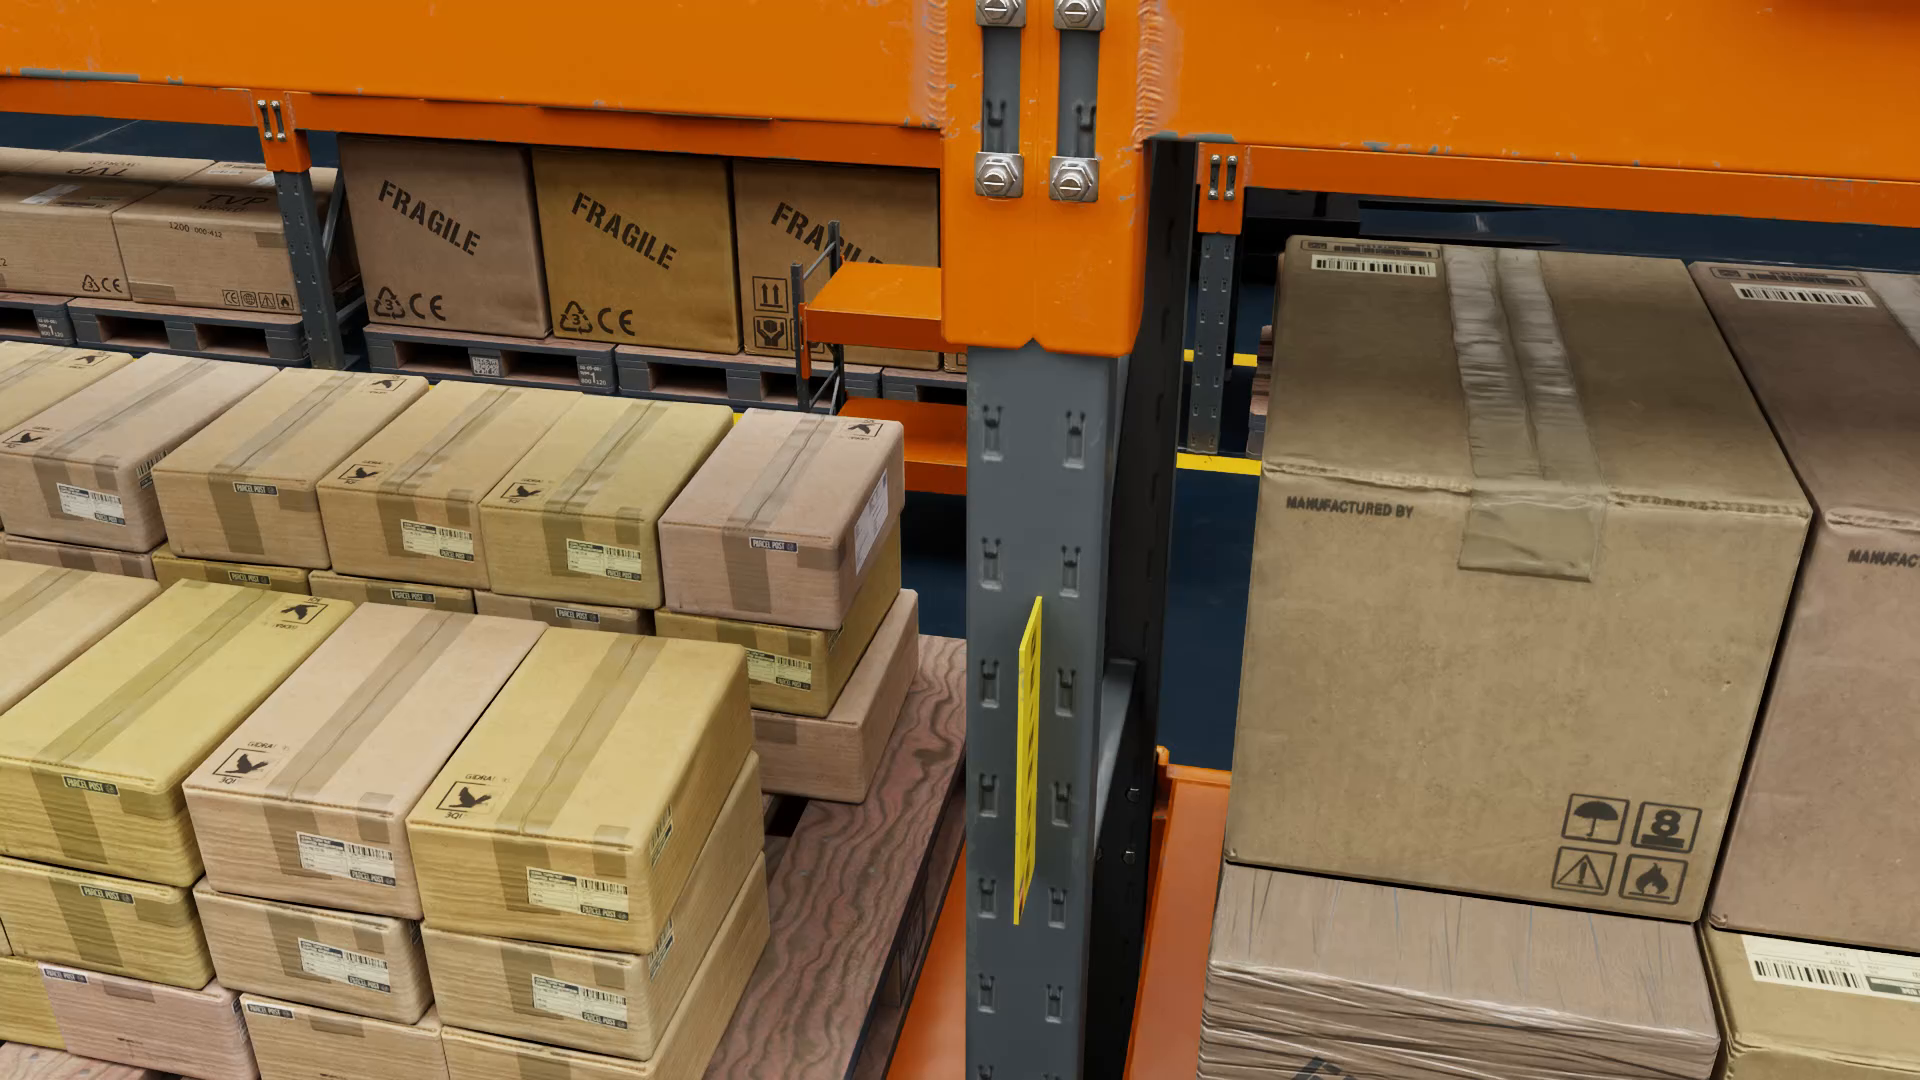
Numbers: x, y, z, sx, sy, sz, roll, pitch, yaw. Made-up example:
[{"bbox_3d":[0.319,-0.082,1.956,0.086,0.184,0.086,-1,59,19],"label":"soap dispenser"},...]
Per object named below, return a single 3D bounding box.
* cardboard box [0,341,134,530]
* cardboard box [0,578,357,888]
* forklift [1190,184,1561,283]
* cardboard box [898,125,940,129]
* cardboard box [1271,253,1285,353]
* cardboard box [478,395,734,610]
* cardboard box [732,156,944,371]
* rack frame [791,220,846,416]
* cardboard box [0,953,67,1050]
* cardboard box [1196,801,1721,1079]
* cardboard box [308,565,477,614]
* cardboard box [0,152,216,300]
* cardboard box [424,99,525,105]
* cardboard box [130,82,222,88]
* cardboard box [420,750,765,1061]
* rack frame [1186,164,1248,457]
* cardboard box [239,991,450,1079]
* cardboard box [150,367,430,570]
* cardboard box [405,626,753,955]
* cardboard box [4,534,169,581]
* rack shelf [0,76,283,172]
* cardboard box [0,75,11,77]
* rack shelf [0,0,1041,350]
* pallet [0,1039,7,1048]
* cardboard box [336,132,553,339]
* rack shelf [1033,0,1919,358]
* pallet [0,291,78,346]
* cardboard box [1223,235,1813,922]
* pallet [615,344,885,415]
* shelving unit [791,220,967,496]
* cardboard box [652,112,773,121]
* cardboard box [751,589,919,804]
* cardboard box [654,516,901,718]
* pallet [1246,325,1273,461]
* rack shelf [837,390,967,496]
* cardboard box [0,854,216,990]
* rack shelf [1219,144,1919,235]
[{"bbox_3d":[-1.527,-0.170,2.641,0.250,0.149,0.380,7,29,12],"label":"cardboard box"},{"bbox_3d":[-0.906,0.212,1.944,0.250,0.149,0.380,7,29,12],"label":"cardboard box"},{"bbox_3d":[1.657,-2.886,8.470,3.031,2.935,1.130,4,29,7],"label":"forklift"},{"bbox_3d":[0.053,-1.808,6.585,0.500,0.250,0.500,6,29,11],"label":"cardboard box"},{"bbox_3d":[1.655,-0.871,7.017,0.625,0.372,0.950,4,29,7],"label":"cardboard box"},{"bbox_3d":[-0.505,-0.064,2.449,0.250,0.149,0.380,5,29,9],"label":"cardboard box"},{"bbox_3d":[-0.425,-1.353,7.373,0.875,0.875,0.875,6,29,11],"label":"cardboard box"},{"bbox_3d":[-0.504,-0.545,6.074,0.032,1.125,0.500,6,29,11],"label":"rack frame"},{"bbox_3d":[-1.146,0.448,2.133,0.250,0.149,0.380,5,29,10],"label":"cardboard box"},{"bbox_3d":[0.553,0.561,1.997,0.500,0.500,0.500,6,29,11],"label":"cardboard box"},{"bbox_3d":[-0.788,0.035,2.577,0.250,0.149,0.380,5,29,9],"label":"cardboard box"},{"bbox_3d":[-4.274,-1.566,8.217,0.875,0.438,0.875,5,29,9],"label":"cardboard box"},{"bbox_3d":[-1.925,-2.017,6.967,0.500,0.250,0.500,5,29,9],"label":"cardboard box"},{"bbox_3d":[-3.314,-2.273,7.174,0.500,0.500,0.500,6,29,11],"label":"cardboard box"},{"bbox_3d":[-0.408,0.393,1.922,0.250,0.149,0.380,6,29,12],"label":"cardboard box"},{"bbox_3d":[1.105,-1.901,6.599,0.127,3.000,1.000,6,29,11],"label":"rack frame"},{"bbox_3d":[-0.651,0.500,2.037,0.250,0.149,0.380,6,29,10],"label":"cardboard box"},{"bbox_3d":[-1.003,-0.118,2.547,0.250,0.149,0.380,5,29,8],"label":"cardboard box"},{"bbox_3d":[-0.405,0.265,1.848,0.250,0.149,0.380,5,29,9],"label":"cardboard box"},{"bbox_3d":[-1.278,-0.016,2.670,0.250,0.149,0.380,6,29,11],"label":"cardboard box"},{"bbox_3d":[-4.763,-2.187,7.871,4.000,0.370,1.077,6,29,11],"label":"rack shelf"},{"bbox_3d":[-4.313,-2.365,7.343,0.500,0.500,0.500,5,29,10],"label":"cardboard box"},{"bbox_3d":[-1.786,-0.767,2.153,4.000,0.370,1.077,6,29,11],"label":"rack shelf"},{"bbox_3d":[-1.774,0.338,2.708,1.213,0.211,1.003,6,29,11],"label":"pallet"},{"bbox_3d":[-2.184,-1.530,7.696,0.875,0.875,0.875,7,29,12],"label":"cardboard box"},{"bbox_3d":[2.126,-0.366,1.421,4.000,0.370,1.077,6,29,11],"label":"rack shelf"},{"bbox_3d":[-4.731,-1.314,8.430,1.213,0.211,1.003,6,29,11],"label":"pallet"},{"bbox_3d":[0.607,0.001,1.980,0.500,0.500,0.700,6,29,10],"label":"cardboard box"},{"bbox_3d":[-0.840,-0.916,7.703,1.213,0.211,1.003,6,29,11],"label":"pallet"},{"bbox_3d":[-0.007,-0.494,5.981,1.048,1.125,0.538,6,29,11],"label":"shelving unit"},{"bbox_3d":[-0.941,-1.904,6.760,0.500,0.250,0.500,5,29,10],"label":"cardboard box"},{"bbox_3d":[-0.225,0.220,2.549,0.250,0.149,0.380,5,29,10],"label":"cardboard box"},{"bbox_3d":[-0.261,0.086,2.483,0.250,0.149,0.380,7,30,13],"label":"cardboard box"},{"bbox_3d":[1.869,-0.599,7.124,1.213,0.211,1.003,6,29,11],"label":"pallet"},{"bbox_3d":[-0.007,-0.280,6.099,1.000,0.278,0.538,6,29,11],"label":"rack shelf"},{"bbox_3d":[-0.927,0.342,2.016,0.250,0.149,0.380,7,29,12],"label":"cardboard box"},{"bbox_3d":[3.061,-1.385,6.406,4.000,0.370,1.077,6,29,11],"label":"rack shelf"}]
